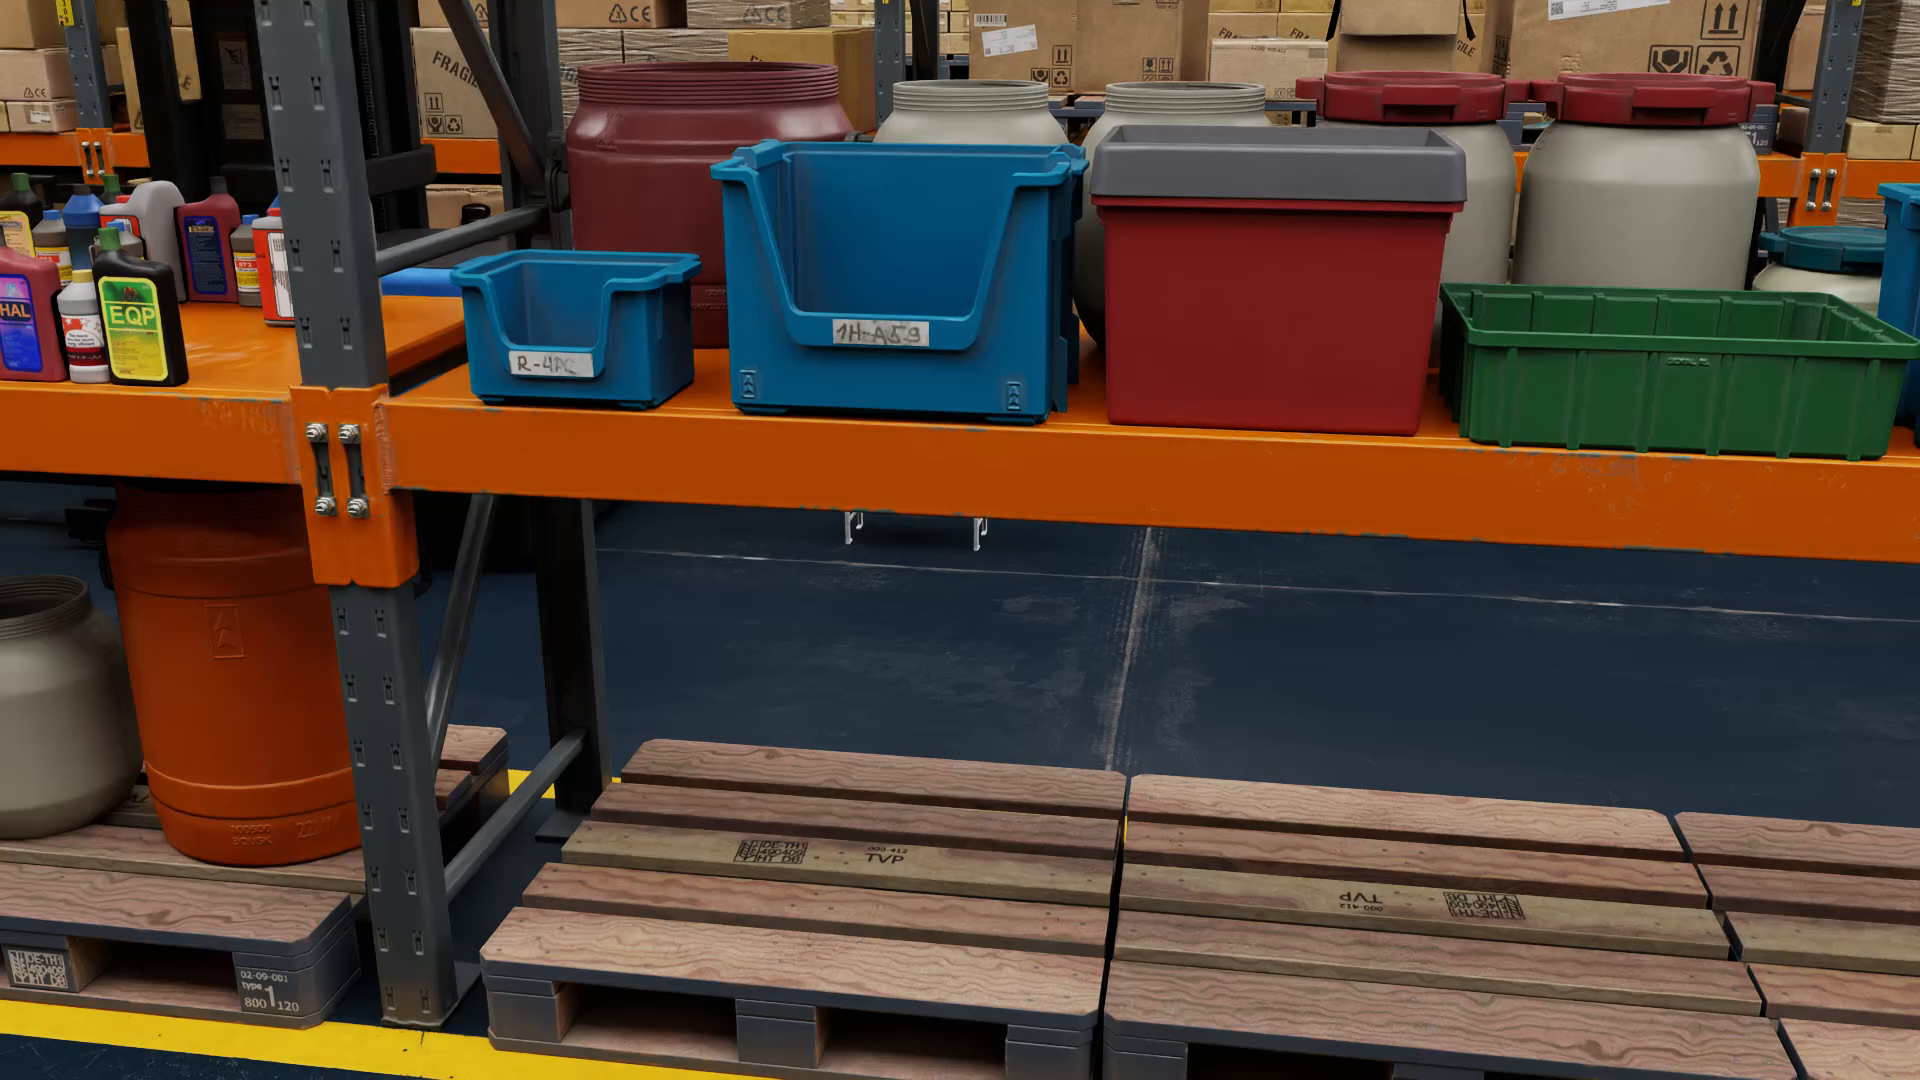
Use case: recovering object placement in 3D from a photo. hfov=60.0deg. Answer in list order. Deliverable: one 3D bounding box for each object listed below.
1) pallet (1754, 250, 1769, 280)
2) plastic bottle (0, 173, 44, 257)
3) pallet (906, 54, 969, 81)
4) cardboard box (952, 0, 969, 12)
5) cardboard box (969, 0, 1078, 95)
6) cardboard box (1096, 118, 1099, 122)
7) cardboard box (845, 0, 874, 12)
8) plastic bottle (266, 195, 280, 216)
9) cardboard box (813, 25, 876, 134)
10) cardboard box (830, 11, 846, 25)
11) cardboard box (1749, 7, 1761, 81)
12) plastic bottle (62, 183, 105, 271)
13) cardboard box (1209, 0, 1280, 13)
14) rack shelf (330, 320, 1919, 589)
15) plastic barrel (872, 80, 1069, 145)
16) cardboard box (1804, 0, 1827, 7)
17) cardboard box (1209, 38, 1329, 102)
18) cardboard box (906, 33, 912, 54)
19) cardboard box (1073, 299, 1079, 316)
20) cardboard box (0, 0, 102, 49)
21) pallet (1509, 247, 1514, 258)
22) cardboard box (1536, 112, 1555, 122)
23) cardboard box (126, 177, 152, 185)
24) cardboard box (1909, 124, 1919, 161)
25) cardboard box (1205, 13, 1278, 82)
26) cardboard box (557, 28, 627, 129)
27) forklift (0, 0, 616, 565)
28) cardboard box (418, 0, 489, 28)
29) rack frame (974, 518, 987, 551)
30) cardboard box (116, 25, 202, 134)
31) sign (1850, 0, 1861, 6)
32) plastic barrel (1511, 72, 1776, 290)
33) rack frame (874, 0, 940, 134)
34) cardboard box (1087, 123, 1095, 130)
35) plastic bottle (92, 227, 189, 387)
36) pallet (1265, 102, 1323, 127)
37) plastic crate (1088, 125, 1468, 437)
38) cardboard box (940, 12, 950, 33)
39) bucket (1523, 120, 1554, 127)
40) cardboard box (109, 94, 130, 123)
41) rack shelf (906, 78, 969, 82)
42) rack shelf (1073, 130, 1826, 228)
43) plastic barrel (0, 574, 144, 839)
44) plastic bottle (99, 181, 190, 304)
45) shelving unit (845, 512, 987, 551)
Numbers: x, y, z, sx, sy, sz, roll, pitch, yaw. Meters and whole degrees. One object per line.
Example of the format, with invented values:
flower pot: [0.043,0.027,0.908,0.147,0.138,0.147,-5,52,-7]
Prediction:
pallet: [5.332,-2.107,12.266,1.213,0.211,1.003,3,19,9]
plastic bottle: [-2.214,-0.716,3.900,0.133,0.283,0.061,3,19,9]
pallet: [-0.076,-3.605,12.651,1.003,0.211,1.213,3,19,9]
cardboard box: [0.087,-3.936,12.137,0.250,0.149,0.380,2,19,6]
cardboard box: [0.297,-2.376,7.858,0.500,0.500,0.500,1,19,2]
cardboard box: [1.662,-5.772,22.104,0.500,0.500,0.500,3,19,10]
cardboard box: [-0.683,-3.975,12.253,0.250,0.149,0.380,3,19,10]
plastic bottle: [-1.514,-0.669,3.778,0.097,0.271,0.097,0,18,0]
cardboard box: [-0.679,-2.301,8.296,0.500,0.500,0.500,3,19,10]
cardboard box: [-0.932,-3.848,12.341,0.250,0.149,0.380,3,19,8]
cardboard box: [5.506,-3.527,11.882,0.550,0.550,0.875,3,19,9]
plastic bottle: [-1.981,-0.673,3.791,0.097,0.271,0.097,0,18,0]
cardboard box: [2.092,-4.139,12.212,0.500,0.500,0.700,3,19,8]
rack shelf: [0.947,-0.151,3.160,4.000,0.370,1.077,3,19,9]
plastic barrel: [0.022,-0.661,3.374,0.421,0.512,0.421,0,18,0]
cardboard box: [6.025,-3.984,11.545,0.550,0.550,0.875,3,19,9]
cardboard box: [1.376,-2.116,7.474,0.500,0.250,0.500,2,19,7]
cardboard box: [-0.415,-3.680,12.308,0.250,0.149,0.380,3,19,10]
cardboard box: [0.422,-1.140,8.229,0.500,0.500,0.700,2,19,6]
cardboard box: [-4.688,-2.711,8.262,0.500,0.500,0.500,3,19,10]
pallet: [3.820,-2.185,12.500,1.213,0.211,1.003,3,19,9]
cardboard box: [5.819,-4.184,16.571,0.500,0.500,0.500,4,19,11]
cardboard box: [-3.557,-1.511,8.779,0.875,0.875,1.225,3,19,9]
cardboard box: [4.116,-1.702,7.059,0.250,0.149,0.380,3,19,9]
cardboard box: [2.045,-3.583,12.127,0.500,0.500,0.500,3,19,9]
cardboard box: [-1.773,-2.191,7.966,0.500,0.500,0.500,2,19,7]
forklift: [-2.867,-1.512,6.204,3.031,2.935,1.130,3,19,10]
cardboard box: [-2.268,-2.775,8.130,0.637,0.503,0.797,4,19,10]
rack frame: [0.077,-0.565,6.101,0.015,1.200,0.240,3,19,9]
cardboard box: [-3.777,-2.292,8.267,0.500,0.500,0.500,3,19,9]
sign: [3.623,-2.318,6.679,0.005,0.325,0.100,3,19,9]
plastic barrel: [1.287,-0.609,3.183,0.433,0.535,0.433,0,18,0]
rack frame: [-0.242,-2.144,7.984,0.127,3.000,1.000,3,19,9]
cardboard box: [1.231,-2.767,12.728,0.750,0.750,1.050,3,19,8]
plastic bottle: [-1.495,-0.424,3.027,0.133,0.283,0.061,3,19,9]
pallet: [1.719,-1.967,7.755,1.213,0.211,1.003,3,19,9]
plastic crate: [0.519,-0.446,2.807,0.583,0.464,0.402,3,19,9]
cardboard box: [-0.180,-3.809,12.226,0.250,0.149,0.380,4,19,11]
bucket: [5.094,-3.376,14.428,0.620,0.611,0.726,-1,16,31]
cardboard box: [-4.431,-2.346,8.982,0.250,0.149,0.380,3,19,9]
rack shelf: [-1.331,-3.453,13.028,4.000,0.370,1.077,3,19,9]
rack shelf: [1.732,-1.702,7.798,4.000,0.370,1.077,3,19,9]
plastic barrel: [-2.085,0.368,3.734,0.421,0.512,0.421,0,18,0]
plastic bottle: [-1.861,-0.680,3.804,0.135,0.276,0.152,3,19,9]
shelving unit: [-0.163,-0.577,6.138,0.503,1.200,0.258,3,19,9]
